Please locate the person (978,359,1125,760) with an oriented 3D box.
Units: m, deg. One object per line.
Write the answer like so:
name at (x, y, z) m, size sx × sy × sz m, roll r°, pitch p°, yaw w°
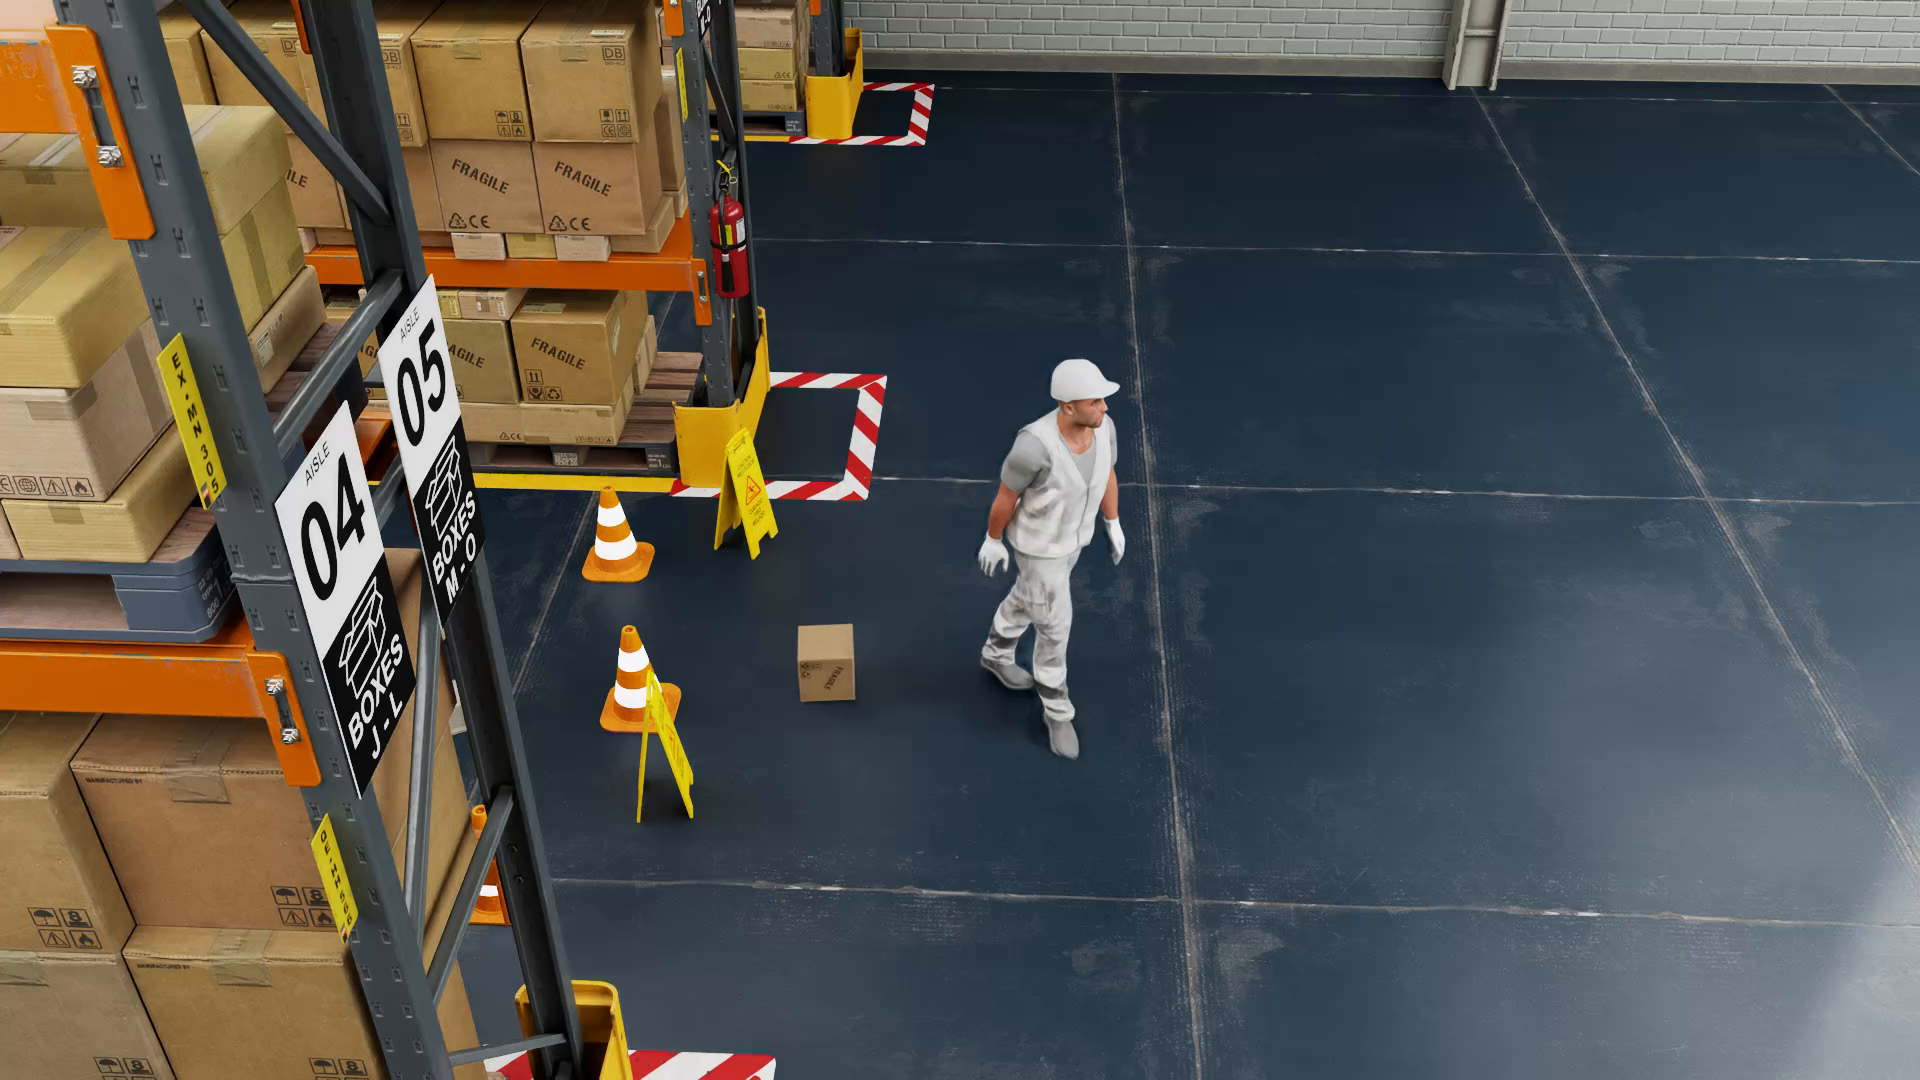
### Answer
person at (0.394, 0.006, 7.101) m, size 0.701 × 1.821 × 0.571 m, roll 27°, pitch 43°, yaw 32°
